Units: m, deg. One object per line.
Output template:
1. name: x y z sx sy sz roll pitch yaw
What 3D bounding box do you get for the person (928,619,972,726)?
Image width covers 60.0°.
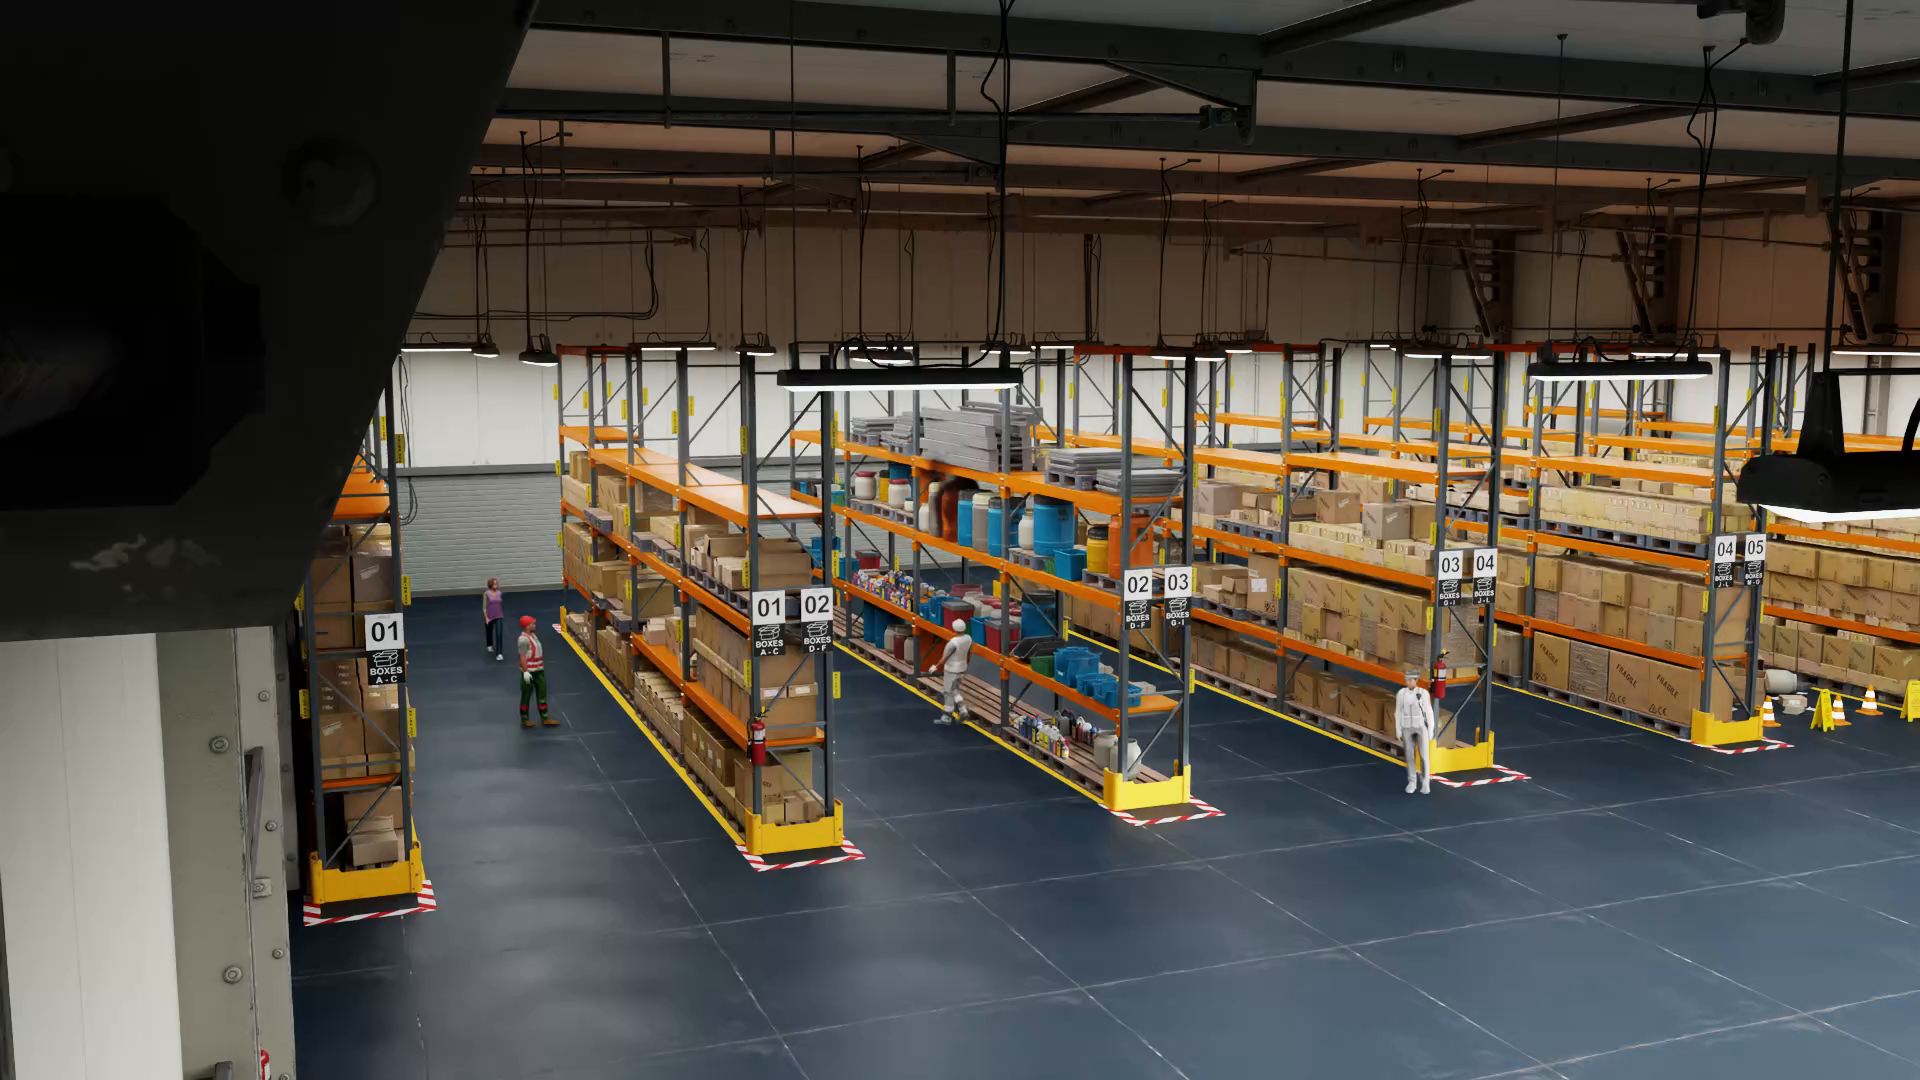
1. person: -0.131 2.090 26.468 0.632 1.760 0.639 5 9 34

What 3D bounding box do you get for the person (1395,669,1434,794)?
1. person: 6.217 2.620 22.814 0.529 1.714 0.355 4 8 27

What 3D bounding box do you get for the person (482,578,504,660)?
1. person: -8.988 1.496 32.007 0.392 1.551 0.865 -3 8 -19

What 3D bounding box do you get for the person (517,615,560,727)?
1. person: -6.750 2.090 26.503 0.605 1.789 0.580 4 8 28
